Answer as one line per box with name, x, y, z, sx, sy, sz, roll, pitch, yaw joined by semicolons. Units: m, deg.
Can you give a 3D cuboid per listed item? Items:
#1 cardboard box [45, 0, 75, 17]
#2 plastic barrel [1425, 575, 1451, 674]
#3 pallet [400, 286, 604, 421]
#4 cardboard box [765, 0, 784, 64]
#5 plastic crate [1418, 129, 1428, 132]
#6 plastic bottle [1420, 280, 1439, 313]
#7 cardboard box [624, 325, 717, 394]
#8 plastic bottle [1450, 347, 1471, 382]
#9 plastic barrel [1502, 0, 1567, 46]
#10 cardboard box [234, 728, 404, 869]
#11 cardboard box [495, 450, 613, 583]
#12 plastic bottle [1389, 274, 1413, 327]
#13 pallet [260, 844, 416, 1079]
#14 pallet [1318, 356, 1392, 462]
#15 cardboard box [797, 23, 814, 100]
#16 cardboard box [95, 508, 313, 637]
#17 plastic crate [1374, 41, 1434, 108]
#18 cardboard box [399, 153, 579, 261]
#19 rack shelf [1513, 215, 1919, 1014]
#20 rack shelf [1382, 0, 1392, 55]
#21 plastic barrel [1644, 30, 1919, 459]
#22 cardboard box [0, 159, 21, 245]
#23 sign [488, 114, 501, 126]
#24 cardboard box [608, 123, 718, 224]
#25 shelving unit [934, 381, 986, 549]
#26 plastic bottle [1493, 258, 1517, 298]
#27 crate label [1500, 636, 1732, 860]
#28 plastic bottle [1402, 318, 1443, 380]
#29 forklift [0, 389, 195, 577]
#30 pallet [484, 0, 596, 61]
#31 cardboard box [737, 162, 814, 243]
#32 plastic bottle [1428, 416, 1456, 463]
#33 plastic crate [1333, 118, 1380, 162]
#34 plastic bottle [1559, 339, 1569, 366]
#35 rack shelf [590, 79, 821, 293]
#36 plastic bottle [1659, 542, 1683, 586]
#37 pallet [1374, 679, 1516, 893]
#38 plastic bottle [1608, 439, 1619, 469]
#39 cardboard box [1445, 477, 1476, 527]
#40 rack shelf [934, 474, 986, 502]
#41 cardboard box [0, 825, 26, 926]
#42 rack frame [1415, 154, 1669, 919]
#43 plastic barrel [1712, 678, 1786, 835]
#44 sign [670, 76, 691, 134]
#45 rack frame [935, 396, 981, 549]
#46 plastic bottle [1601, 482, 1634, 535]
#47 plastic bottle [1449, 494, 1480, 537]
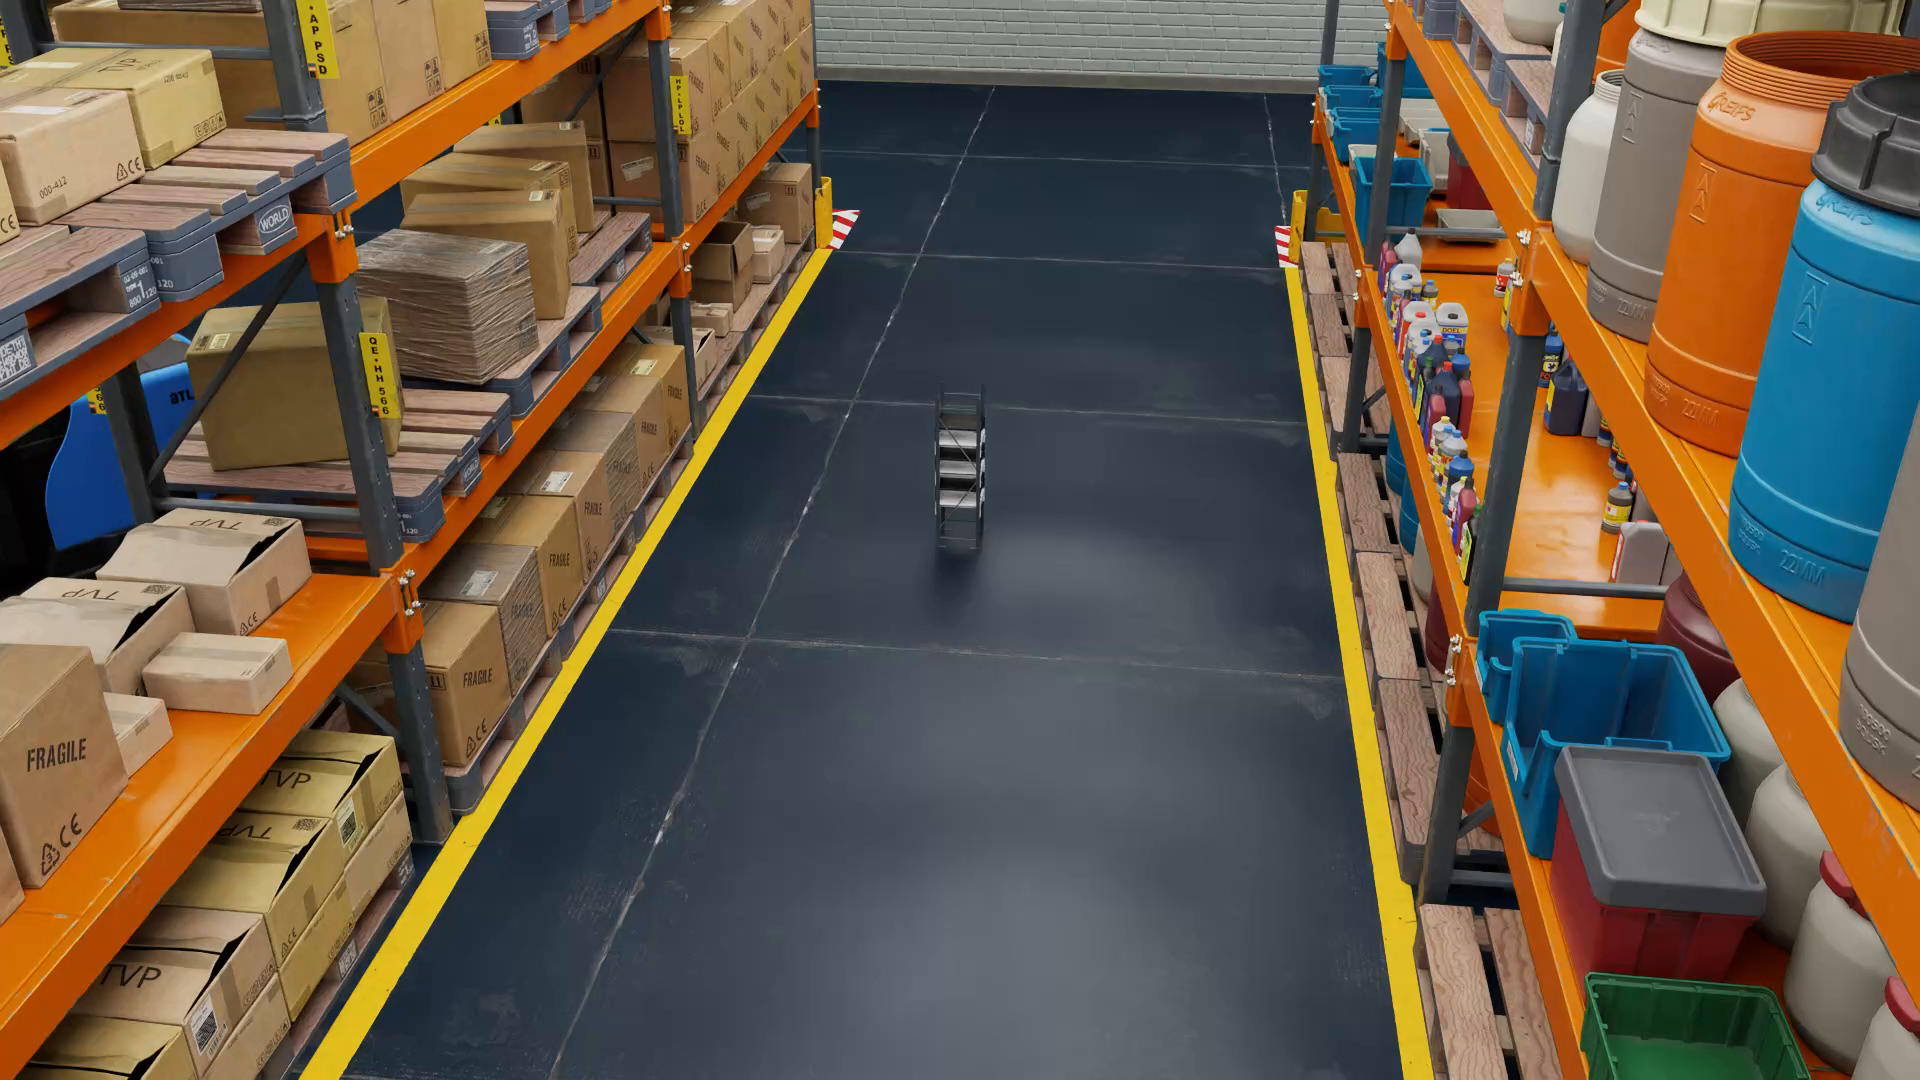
cardboard box;-6.696;-3.708;12.653;0.980;0.700;0.700;3;28;6
plastic barrel;2.468;0.296;7.638;0.600;0.588;0.708;3;28;6
pallet;-2.395;-0.939;8.032;1.003;0.211;1.213;3;28;6
cardboard box;-1.550;-3.650;11.703;0.500;0.500;0.500;4;29;8
plastic crate;3.269;-2.691;11.297;0.298;0.136;0.250;3;28;6
plastic bottle;2.423;-1.247;8.611;0.097;0.201;0.097;0;28;0
cardboard box;-1.873;-1.185;10.659;0.500;0.311;0.500;3;28;6
plastic bottle;2.278;-0.750;7.616;0.098;0.271;0.098;0;28;0
plastic barrel;2.354;-2.227;6.472;0.433;0.535;0.433;0;28;0
cardboard box;-2.449;0.932;6.222;0.500;0.311;0.500;4;29;8
cardboard box;-2.106;-0.127;8.495;0.500;0.500;0.500;2;28;4
plastic bottle;2.256;-1.223;8.494;0.097;0.271;0.097;0;28;0
pallet;-2.769;1.505;6.233;1.003;0.211;1.213;3;28;6
pallet;2.828;-0.822;10.552;1.003;0.211;1.213;3;28;6
cardboard box;-1.434;-3.691;12.833;0.500;0.500;0.500;4;29;8
cardboard box;-2.717;0.100;5.995;0.500;0.311;0.500;5;29;9
plastic crate;3.411;-3.457;12.404;0.616;0.435;0.499;3;28;6
cardboard box;-2.440;-1.682;8.661;0.700;0.500;0.500;8;29;14
rack shelf;2.041;0.120;3.461;1.077;0.370;4.000;3;28;6
rack shelf;3.022;-3.646;10.451;1.077;0.370;4.000;3;28;6
plastic barrel;1.890;-0.646;3.671;0.600;0.830;0.708;3;28;6
cardboard box;-2.756;-0.814;4.151;0.500;0.250;0.500;3;28;5
sign;-2.678;-2.399;9.629;0.100;0.325;0.005;3;28;6
cardboard box;-1.806;-2.259;10.174;0.500;0.500;0.500;4;29;8
shelving unit;0.001;-0.400;9.044;0.258;0.900;0.210;3;28;6
plastic bottle;2.923;-1.408;8.910;0.097;0.201;0.097;0;28;0
crate label;1.896;0.618;4.902;0.502;0.435;0.616;3;28;6
plastic bottle;2.200;-0.905;7.899;0.152;0.276;0.135;3;28;6
forklift;-5.991;-0.619;7.308;1.121;2.935;5.066;24;36;37
pallet;-2.413;-2.437;7.646;1.213;0.211;1.003;3;28;6
cardboard box;-1.471;-2.696;13.264;0.500;0.500;0.500;3;28;6
plastic bottle;2.057;-0.428;7.092;0.097;0.201;0.097;0;28;0
plastic crate;2.712;-2.678;11.172;0.416;0.233;0.300;3;28;6
plastic bottle;2.898;-0.860;7.815;0.152;0.276;0.135;3;28;6
rack shelf;-1.894;-2.615;11.700;1.077;0.370;4.000;3;28;6
plastic bottle;2.660;0.052;6.122;0.152;0.276;0.135;3;28;6
pallet;2.342;1.036;7.104;1.003;0.211;1.213;3;28;6
plastic bottle;2.815;-0.434;7.029;0.097;0.271;0.097;0;28;0
cardboard box;-0.736;1.029;5.536;5.055;1.291;3.820;4;29;7
rack shelf;0.001;-0.291;9.102;0.258;0.077;0.200;3;28;6
cardboard box;-2.883;0.887;4.336;0.500;0.500;0.500;3;28;6
rack frame;2.287;0.182;5.749;1.000;3.000;0.127;3;28;6
plastic barrel;2.372;0.629;4.801;0.421;0.512;0.421;0;28;0
sign;-1.588;-2.470;9.451;0.100;0.325;0.005;3;28;6
rack frame;-0.011;-0.352;8.955;0.240;0.900;0.006;3;28;6
plastic bottle;2.591;-0.132;6.541;0.097;0.201;0.097;0;28;0
plastic bottle;1.973;-0.108;6.497;0.097;0.201;0.097;0;28;0
